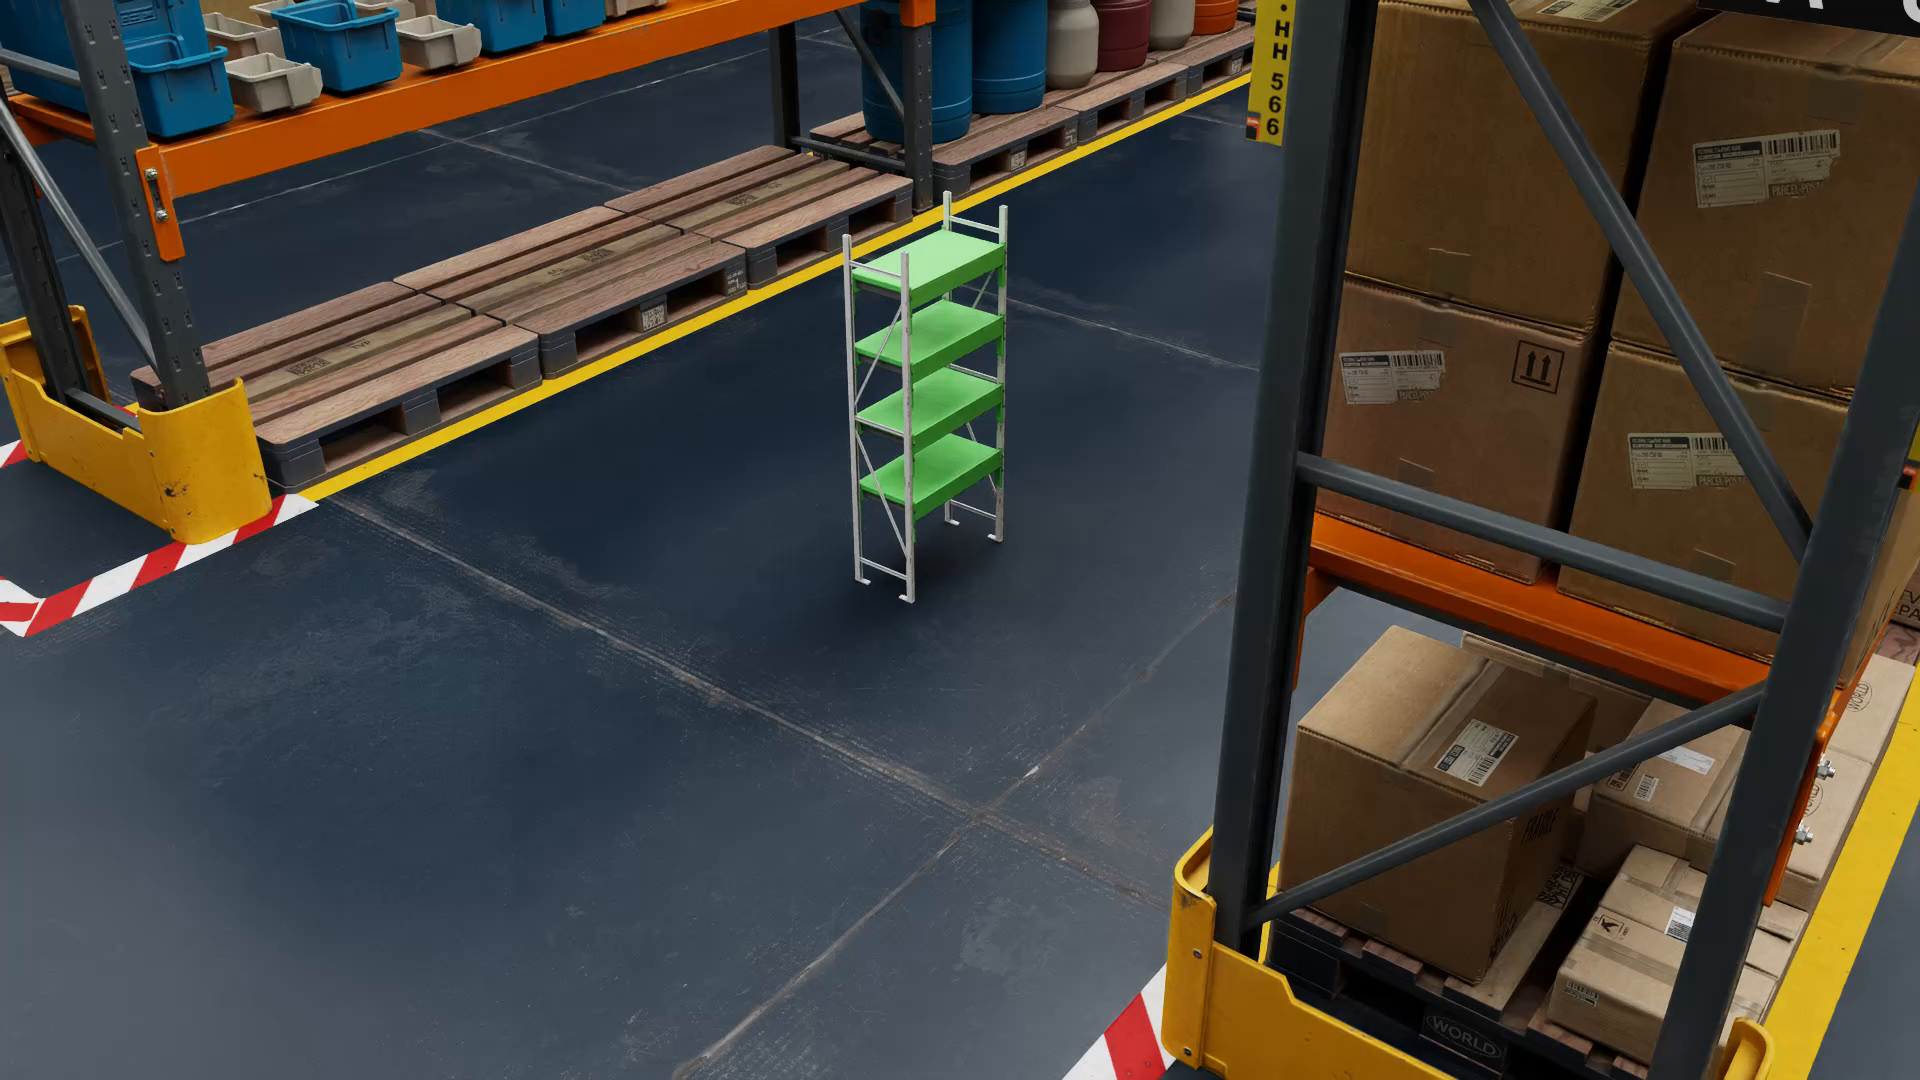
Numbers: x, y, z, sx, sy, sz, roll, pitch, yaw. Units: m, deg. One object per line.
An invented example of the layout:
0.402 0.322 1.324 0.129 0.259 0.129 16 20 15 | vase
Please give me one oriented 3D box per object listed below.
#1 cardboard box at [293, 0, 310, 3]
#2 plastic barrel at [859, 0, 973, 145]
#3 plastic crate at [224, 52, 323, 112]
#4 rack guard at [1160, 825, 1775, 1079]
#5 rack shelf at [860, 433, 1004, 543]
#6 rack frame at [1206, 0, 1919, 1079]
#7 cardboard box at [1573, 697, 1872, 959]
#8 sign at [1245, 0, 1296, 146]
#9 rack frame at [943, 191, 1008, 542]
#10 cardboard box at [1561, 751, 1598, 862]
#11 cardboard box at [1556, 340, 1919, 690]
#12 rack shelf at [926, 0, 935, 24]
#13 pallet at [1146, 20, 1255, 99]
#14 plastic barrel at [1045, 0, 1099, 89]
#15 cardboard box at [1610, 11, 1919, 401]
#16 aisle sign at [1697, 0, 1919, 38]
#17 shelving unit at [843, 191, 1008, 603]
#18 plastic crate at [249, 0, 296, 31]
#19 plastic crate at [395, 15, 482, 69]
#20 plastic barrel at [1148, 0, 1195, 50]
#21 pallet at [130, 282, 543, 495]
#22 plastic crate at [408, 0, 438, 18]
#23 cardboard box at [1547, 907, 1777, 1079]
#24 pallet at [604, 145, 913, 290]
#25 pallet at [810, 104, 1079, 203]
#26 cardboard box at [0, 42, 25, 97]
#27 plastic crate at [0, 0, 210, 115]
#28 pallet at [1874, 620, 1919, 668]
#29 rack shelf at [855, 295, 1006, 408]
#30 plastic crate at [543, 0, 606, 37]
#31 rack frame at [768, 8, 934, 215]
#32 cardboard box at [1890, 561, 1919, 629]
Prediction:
-4.153 -4.206 11.577 1.225 0.875 0.875 21 37 31 | cardboard box
-0.232 -2.642 8.913 0.600 0.901 0.708 21 37 31 | plastic barrel
-2.318 -1.539 5.605 0.250 0.136 0.298 21 37 31 | plastic crate
1.004 1.048 3.492 1.175 0.500 0.348 21 37 31 | rack guard
-0.100 -0.187 5.486 0.258 0.148 0.480 21 37 31 | rack shelf
0.958 0.003 2.802 1.000 3.000 0.127 21 37 31 | rack frame
1.814 0.660 3.960 0.500 0.250 0.500 21 37 31 | cardboard box
0.528 -0.810 2.729 0.100 0.325 0.005 21 37 31 | sign
0.047 -0.548 5.498 0.240 1.200 0.015 21 37 31 | rack frame
1.406 0.599 4.144 0.380 0.166 0.250 21 37 31 | cardboard box
1.436 -0.139 2.944 0.500 0.500 0.500 22 37 32 | cardboard box
0.633 -3.652 9.676 1.077 0.370 4.000 21 37 31 | rack shelf
1.398 -3.242 11.013 1.003 0.211 1.213 21 37 31 | pallet
0.607 -2.965 9.839 0.421 0.512 0.421 0 31 0 | plastic barrel
1.436 -0.569 2.689 0.500 0.500 0.500 22 37 33 | cardboard box
1.151 -0.997 1.940 0.394 0.787 0.004 21 37 31 | aisle sign
-0.100 -0.449 5.331 0.258 1.200 0.503 21 37 31 | shelving unit
-2.454 -1.936 6.274 0.396 0.136 0.243 21 37 31 | plastic crate
-1.908 -1.815 6.070 0.250 0.136 0.298 21 37 31 | plastic crate
1.289 -3.424 10.613 0.421 0.512 0.421 0 31 0 | plastic barrel
-2.460 -0.646 6.634 1.003 0.211 1.213 21 37 31 | pallet
-2.142 -2.182 6.690 0.298 0.136 0.250 21 37 31 | plastic crate
1.485 0.976 3.526 0.380 0.149 0.250 21 37 31 | cardboard box
-0.987 -1.638 8.307 1.003 0.211 1.213 21 37 31 | pallet
-0.075 -2.250 9.339 1.003 0.211 1.213 21 37 31 | pallet
-6.066 -2.968 9.489 0.875 0.875 0.875 21 37 31 | cardboard box
-2.936 -1.757 5.680 0.616 0.435 0.499 21 37 31 | plastic crate
2.221 0.354 4.946 1.003 0.211 1.213 21 37 31 | pallet
-0.100 -0.600 5.241 0.258 0.148 0.480 21 37 31 | rack shelf
-1.601 -2.133 6.512 0.416 0.233 0.300 21 37 31 | plastic crate
-0.574 -3.149 8.121 1.000 3.000 0.127 21 37 31 | rack frame
2.802 -0.031 5.067 0.500 0.311 0.500 21 37 31 | cardboard box
